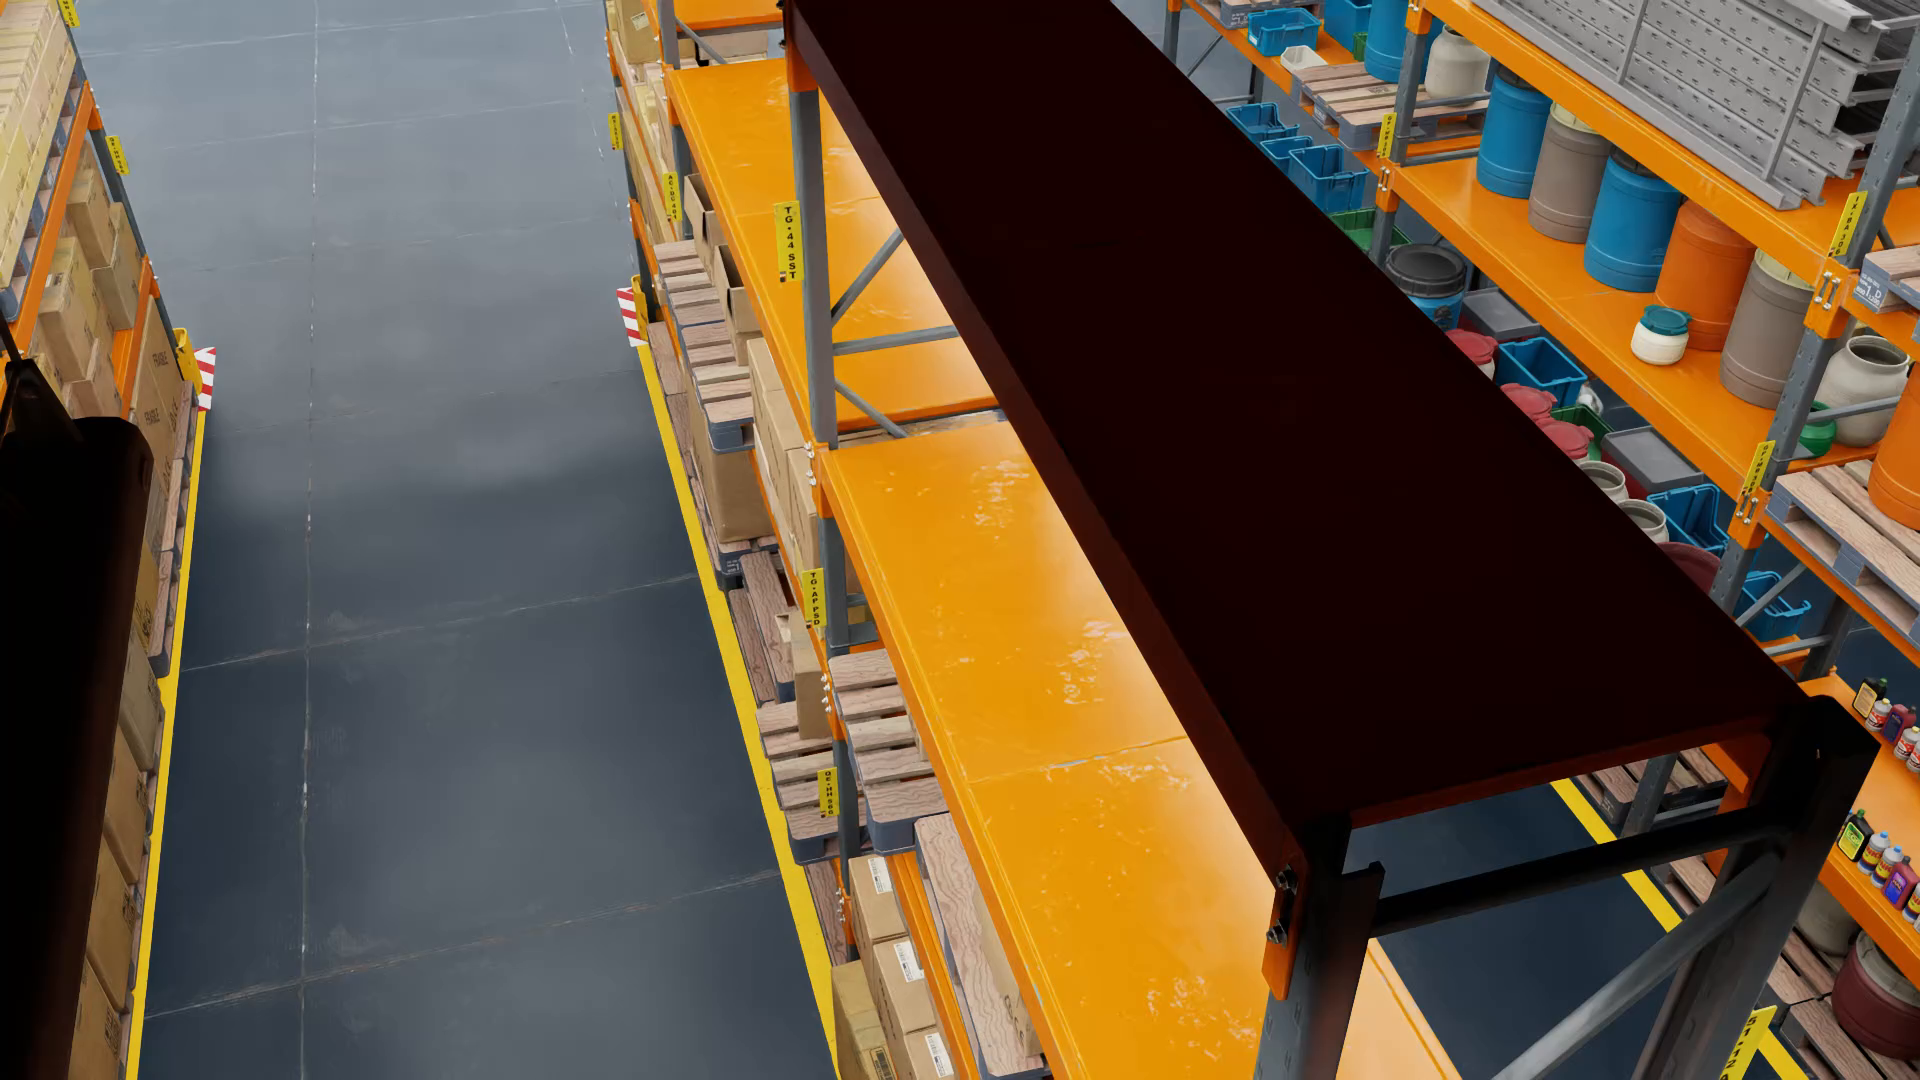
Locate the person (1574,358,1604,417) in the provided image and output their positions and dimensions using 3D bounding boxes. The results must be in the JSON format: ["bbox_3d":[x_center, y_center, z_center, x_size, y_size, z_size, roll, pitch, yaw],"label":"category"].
[{"bbox_3d":[4.595,-0.719,12.441,0.727,1.568,0.429,5,39,7],"label":"person"}]
